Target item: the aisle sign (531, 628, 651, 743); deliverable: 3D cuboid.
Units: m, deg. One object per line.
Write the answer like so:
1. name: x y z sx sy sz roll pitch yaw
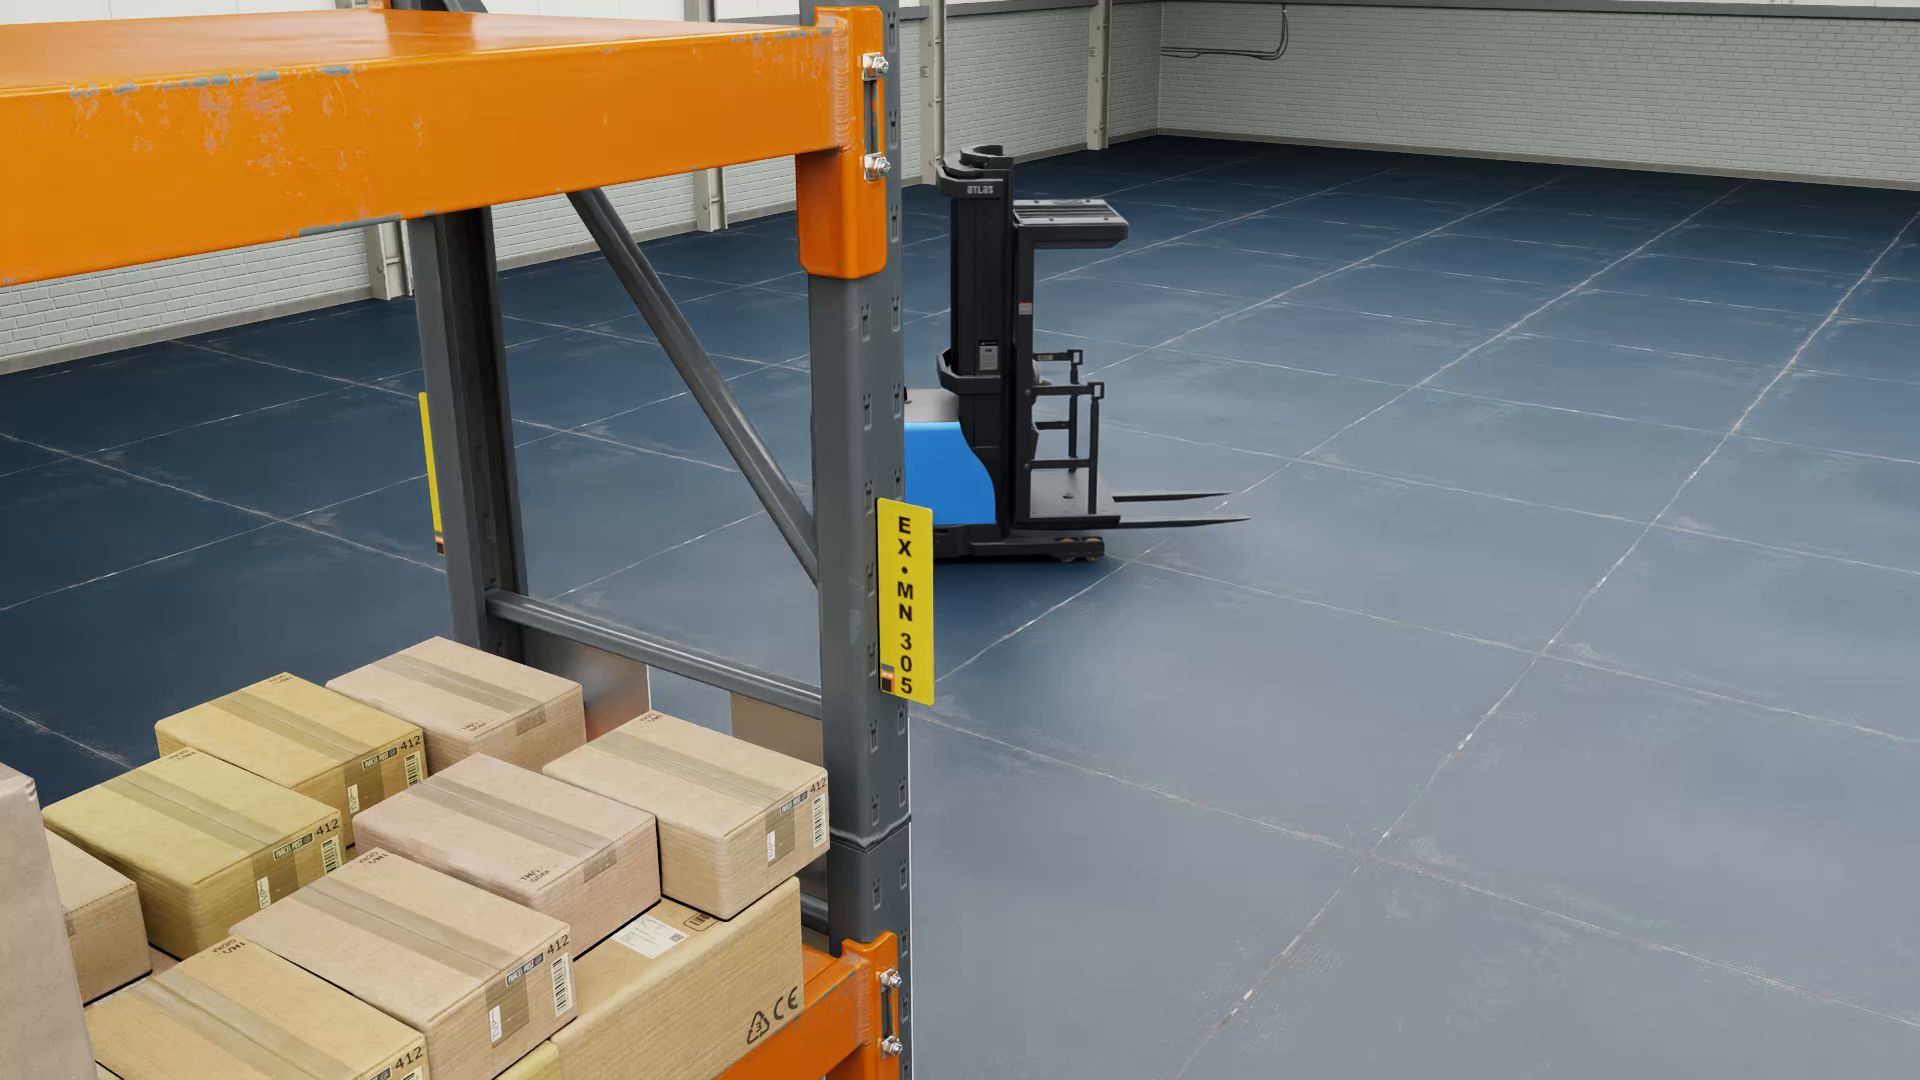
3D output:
1. aisle sign: -0.745 0.510 3.315 0.394 0.787 0.004 13 24 32

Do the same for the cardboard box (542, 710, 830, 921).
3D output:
1. cardboard box: -0.430 0.423 2.616 0.380 0.149 0.250 13 24 32

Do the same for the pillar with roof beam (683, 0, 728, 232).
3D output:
1. pillar with roof beam: -0.293 -8.209 21.986 9.100 9.000 0.400 13 24 32

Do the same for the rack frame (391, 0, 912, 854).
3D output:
1. rack frame: -0.532 -1.008 2.519 1.000 3.000 0.127 13 24 32

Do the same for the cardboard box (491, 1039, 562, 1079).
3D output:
1. cardboard box: -0.871 0.801 2.169 0.500 0.250 0.500 13 24 32

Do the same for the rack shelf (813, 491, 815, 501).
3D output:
1. rack shelf: -1.015 -0.321 12.952 0.200 0.077 0.258 -7 22 -19

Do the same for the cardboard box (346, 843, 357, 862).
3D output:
1. cardboard box: -1.016 0.557 2.828 0.500 0.250 0.500 14 25 33

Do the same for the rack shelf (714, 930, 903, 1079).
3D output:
1. rack shelf: -1.656 1.310 1.613 1.077 0.370 4.000 13 24 32

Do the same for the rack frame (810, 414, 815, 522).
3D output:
1. rack frame: -1.110 -0.509 12.845 0.006 0.900 0.240 -7 22 -19

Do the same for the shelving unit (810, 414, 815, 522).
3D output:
1. shelving unit: -1.015 -0.521 12.878 0.210 0.900 0.258 -7 22 -19

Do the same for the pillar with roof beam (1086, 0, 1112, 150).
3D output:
1. pillar with roof beam: 6.453 -11.652 31.294 9.100 9.000 0.400 13 24 32

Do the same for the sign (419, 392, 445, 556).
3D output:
1. sign: -0.980 -0.117 3.174 0.100 0.325 0.005 13 24 32

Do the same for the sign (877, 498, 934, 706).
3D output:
1. sign: -0.084 0.097 2.578 0.100 0.325 0.005 13 24 32

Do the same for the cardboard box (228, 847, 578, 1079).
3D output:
1. cardboard box: -0.736 0.574 2.206 0.380 0.149 0.250 12 23 30

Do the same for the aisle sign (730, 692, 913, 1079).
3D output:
1. aisle sign: -0.249 0.627 2.999 0.394 0.787 0.004 13 24 32

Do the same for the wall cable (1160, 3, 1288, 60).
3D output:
1. wall cable: 5.642 -11.622 35.690 3.097 2.526 0.112 13 24 32

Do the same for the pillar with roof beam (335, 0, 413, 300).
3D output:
1. pillar with roof beam: -3.665 -6.487 17.332 9.100 9.000 0.400 13 24 32

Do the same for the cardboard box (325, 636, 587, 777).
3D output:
1. cardboard box: -0.878 0.316 2.905 0.380 0.149 0.250 13 24 31

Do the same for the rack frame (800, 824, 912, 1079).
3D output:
1. rack frame: -0.532 1.806 3.560 1.000 3.000 0.127 13 24 32

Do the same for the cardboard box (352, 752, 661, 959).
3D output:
1. cardboard box: -0.673 0.474 2.476 0.380 0.149 0.250 12 24 30

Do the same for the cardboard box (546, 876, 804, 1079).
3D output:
1. cardboard box: -0.592 0.657 2.558 0.500 0.250 0.500 14 24 33

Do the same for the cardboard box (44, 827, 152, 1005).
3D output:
1. cardboard box: -1.355 0.532 2.320 0.380 0.149 0.250 14 25 34

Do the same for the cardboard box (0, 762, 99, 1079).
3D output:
1. cardboard box: -1.194 0.472 1.548 0.500 0.500 0.500 13 24 32

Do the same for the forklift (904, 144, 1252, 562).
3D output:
1. forklift: 0.666 -1.397 12.317 3.031 2.935 1.130 -2 20 -5

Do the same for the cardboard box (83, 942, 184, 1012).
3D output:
1. cardboard box: -1.301 0.706 2.425 0.500 0.250 0.500 13 24 31

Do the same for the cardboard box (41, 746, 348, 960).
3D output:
1. cardboard box: -1.143 0.468 2.494 0.380 0.149 0.250 13 24 31

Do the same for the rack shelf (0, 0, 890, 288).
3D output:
1. rack shelf: -1.656 -0.095 1.093 1.077 0.370 4.000 13 24 32

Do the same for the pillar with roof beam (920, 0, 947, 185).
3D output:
1. pillar with roof beam: 3.080 -9.930 26.640 9.100 9.000 0.400 13 24 32

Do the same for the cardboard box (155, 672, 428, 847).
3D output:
1. cardboard box: -1.103 0.372 2.755 0.380 0.149 0.250 14 24 33

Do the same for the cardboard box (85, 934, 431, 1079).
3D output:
1. cardboard box: -0.857 0.651 1.999 0.380 0.149 0.250 13 24 32
